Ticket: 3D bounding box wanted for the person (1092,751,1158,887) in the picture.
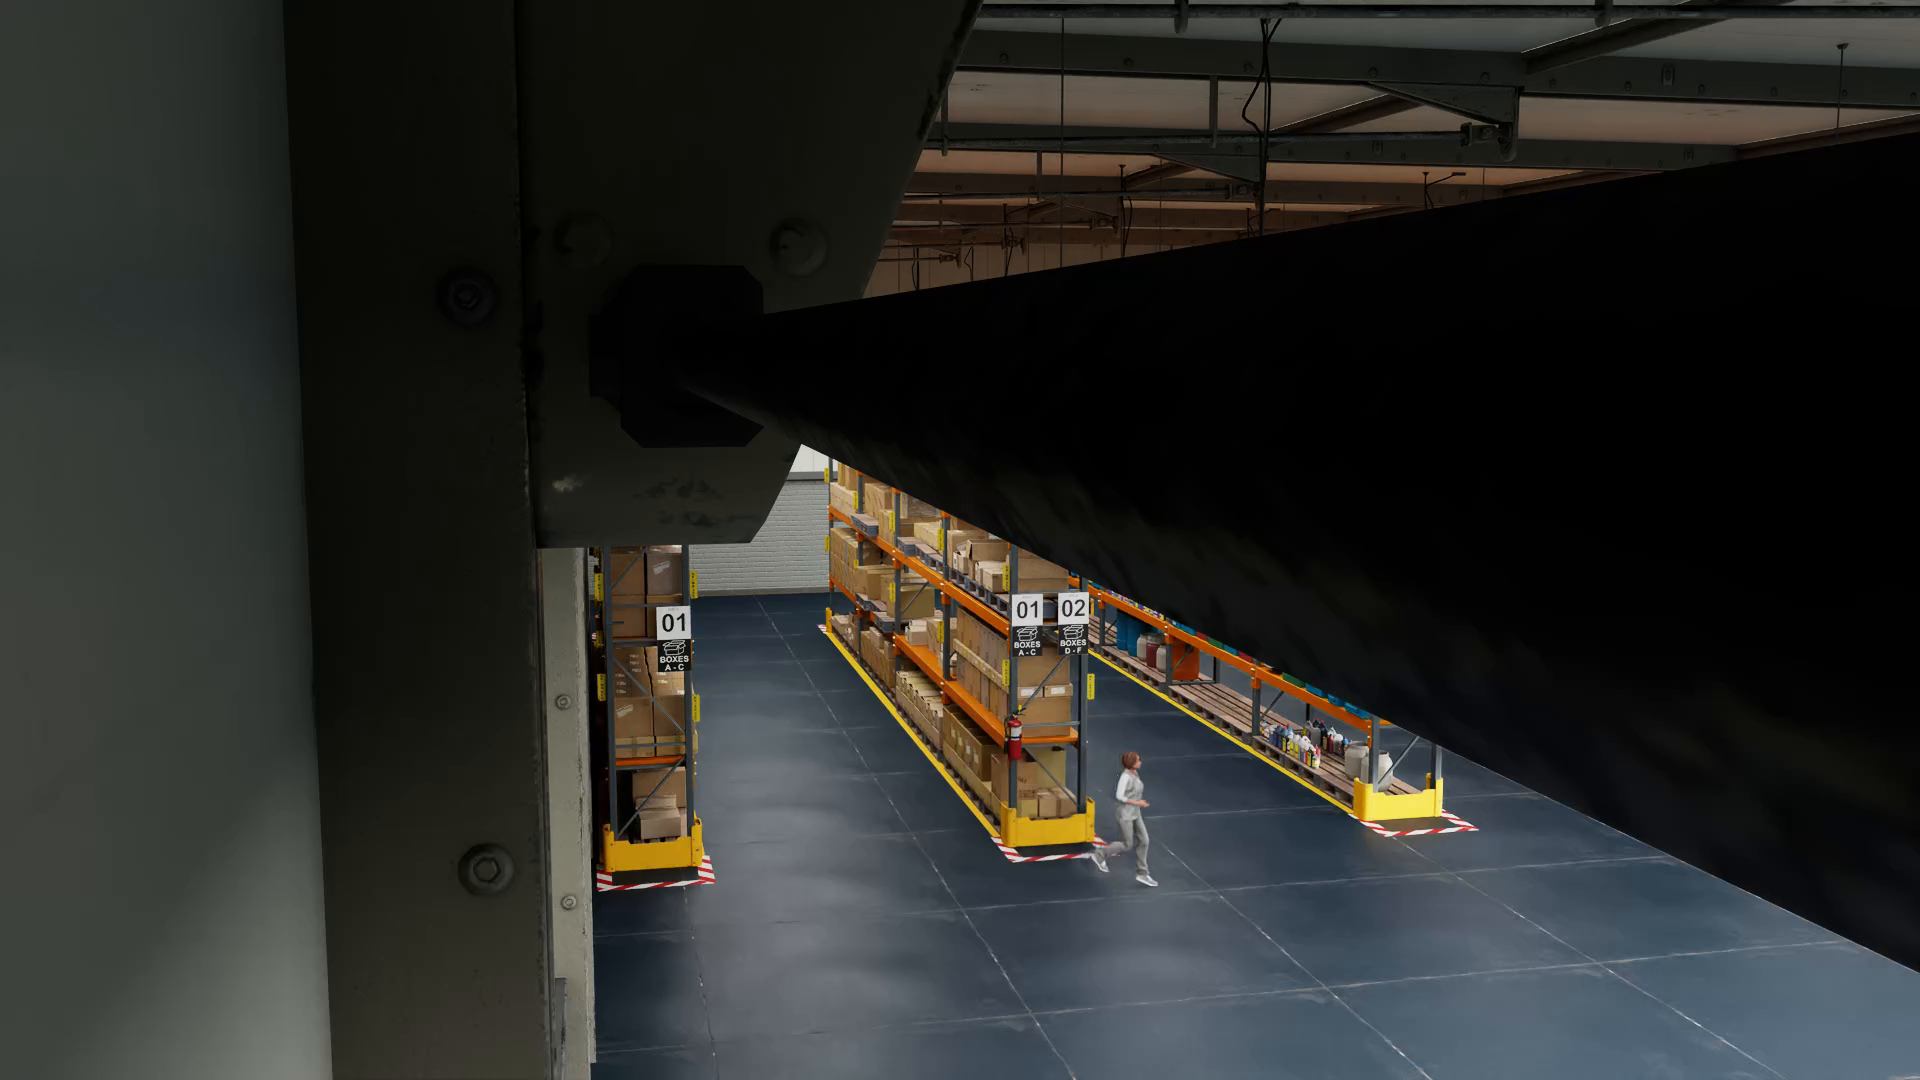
[{"bbox_3d":[1.937,3.246,19.493,0.806,1.599,0.577,3,7,24],"label":"person"}]
